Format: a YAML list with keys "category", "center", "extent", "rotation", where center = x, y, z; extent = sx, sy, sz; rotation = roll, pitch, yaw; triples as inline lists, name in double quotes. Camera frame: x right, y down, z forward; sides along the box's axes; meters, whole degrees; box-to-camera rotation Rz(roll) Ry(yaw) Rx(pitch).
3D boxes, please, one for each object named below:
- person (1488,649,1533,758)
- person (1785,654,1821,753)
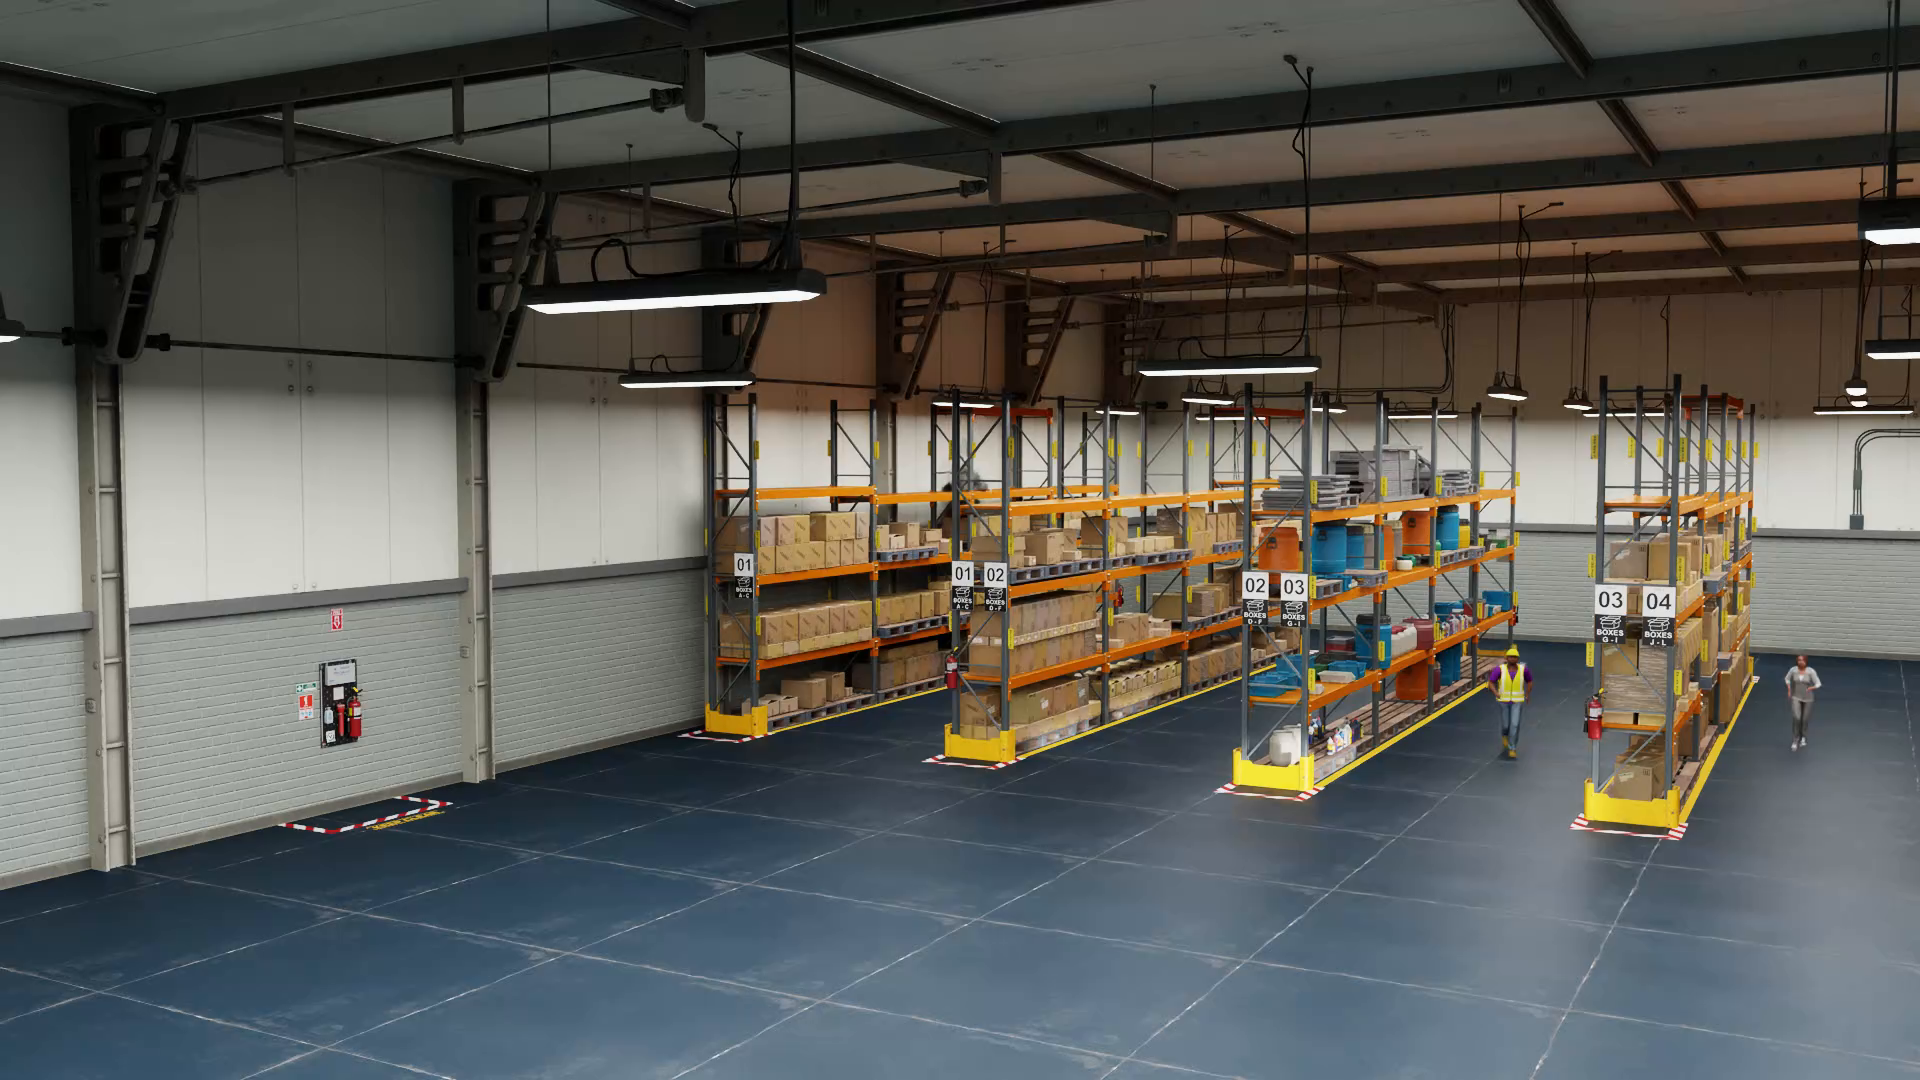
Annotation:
- category: "person"
  center: [9.042, 2.653, 27.307]
  extent: [0.707, 1.754, 0.883]
  rotation: [1, 3, 17]
- category: "person"
  center: [14.049, 2.705, 27.724]
  extent: [0.530, 1.638, 0.724]
  rotation: [1, 3, 25]
